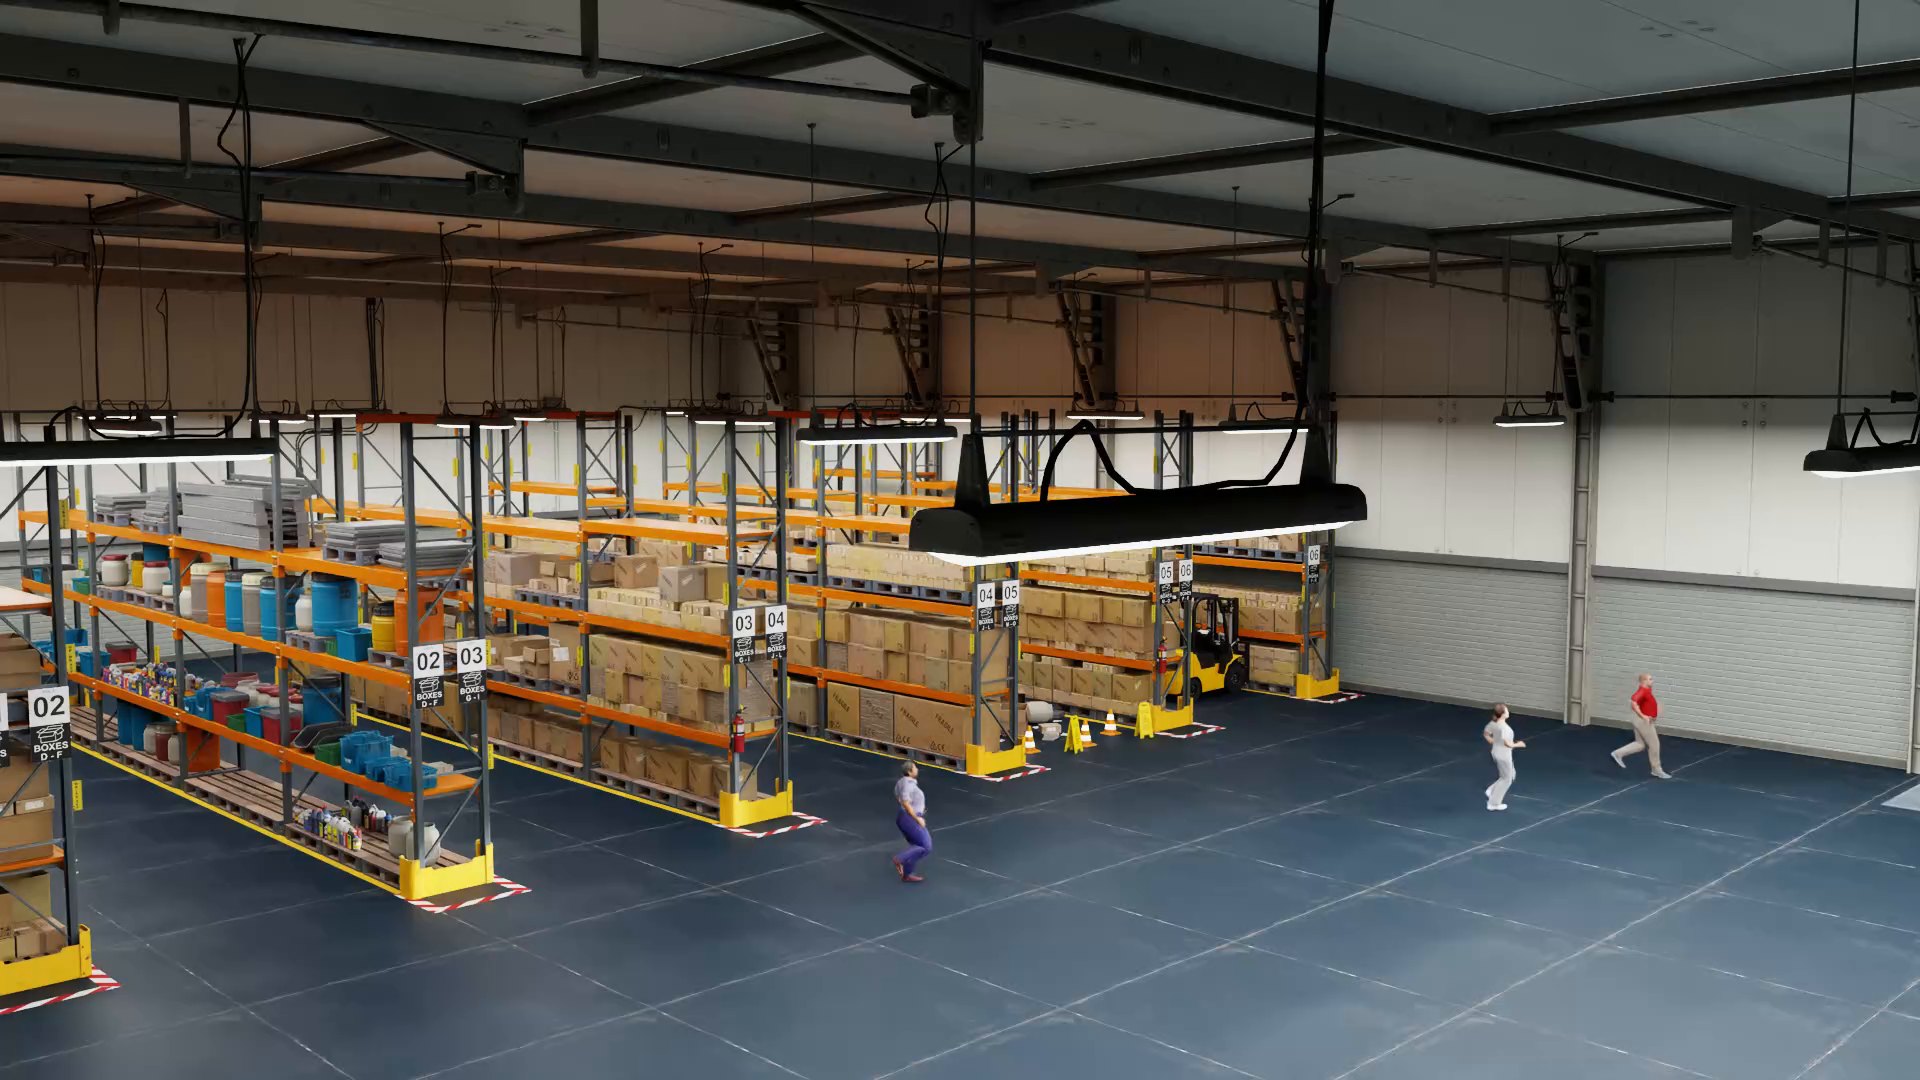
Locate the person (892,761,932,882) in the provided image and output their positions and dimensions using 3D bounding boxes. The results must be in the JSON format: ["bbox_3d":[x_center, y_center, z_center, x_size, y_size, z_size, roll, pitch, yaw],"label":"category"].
[{"bbox_3d":[-0.629,3.659,21.630,0.503,1.596,0.621,-2,5,-19],"label":"person"}]

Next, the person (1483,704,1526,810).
[{"bbox_3d":[8.324,3.302,25.386,0.548,1.627,0.554,-1,5,-7],"label":"person"}]

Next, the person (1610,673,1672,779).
[{"bbox_3d":[11.366,3.079,27.663,0.927,1.737,0.664,1,5,17],"label":"person"}]
